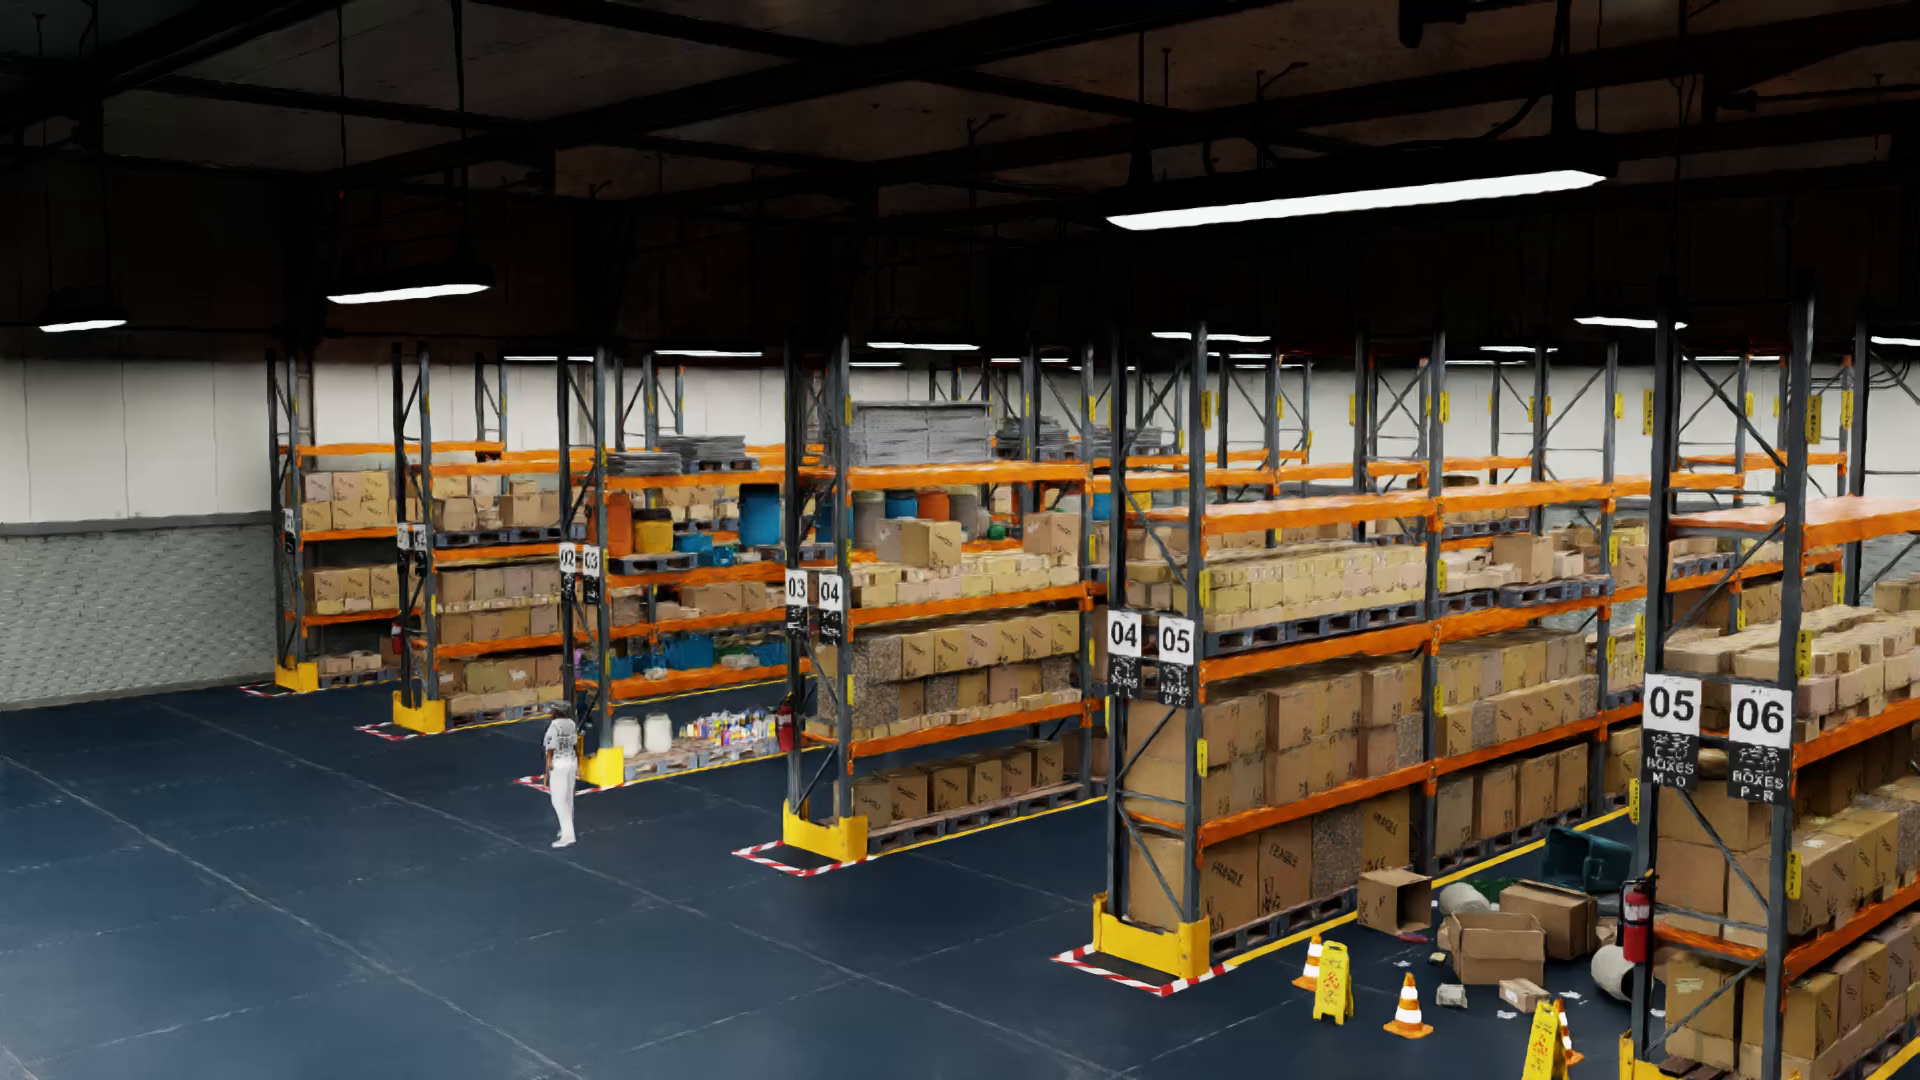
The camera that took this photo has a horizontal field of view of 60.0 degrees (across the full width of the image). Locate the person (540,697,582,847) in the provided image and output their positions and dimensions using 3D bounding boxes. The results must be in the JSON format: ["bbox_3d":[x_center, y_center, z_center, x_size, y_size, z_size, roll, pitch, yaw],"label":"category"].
[{"bbox_3d":[-4.623,2.677,19.265,0.481,1.669,0.648,2,5,20],"label":"person"}]

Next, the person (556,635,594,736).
[{"bbox_3d":[-5.811,2.190,25.430,0.561,1.525,0.788,3,6,28],"label":"person"}]
